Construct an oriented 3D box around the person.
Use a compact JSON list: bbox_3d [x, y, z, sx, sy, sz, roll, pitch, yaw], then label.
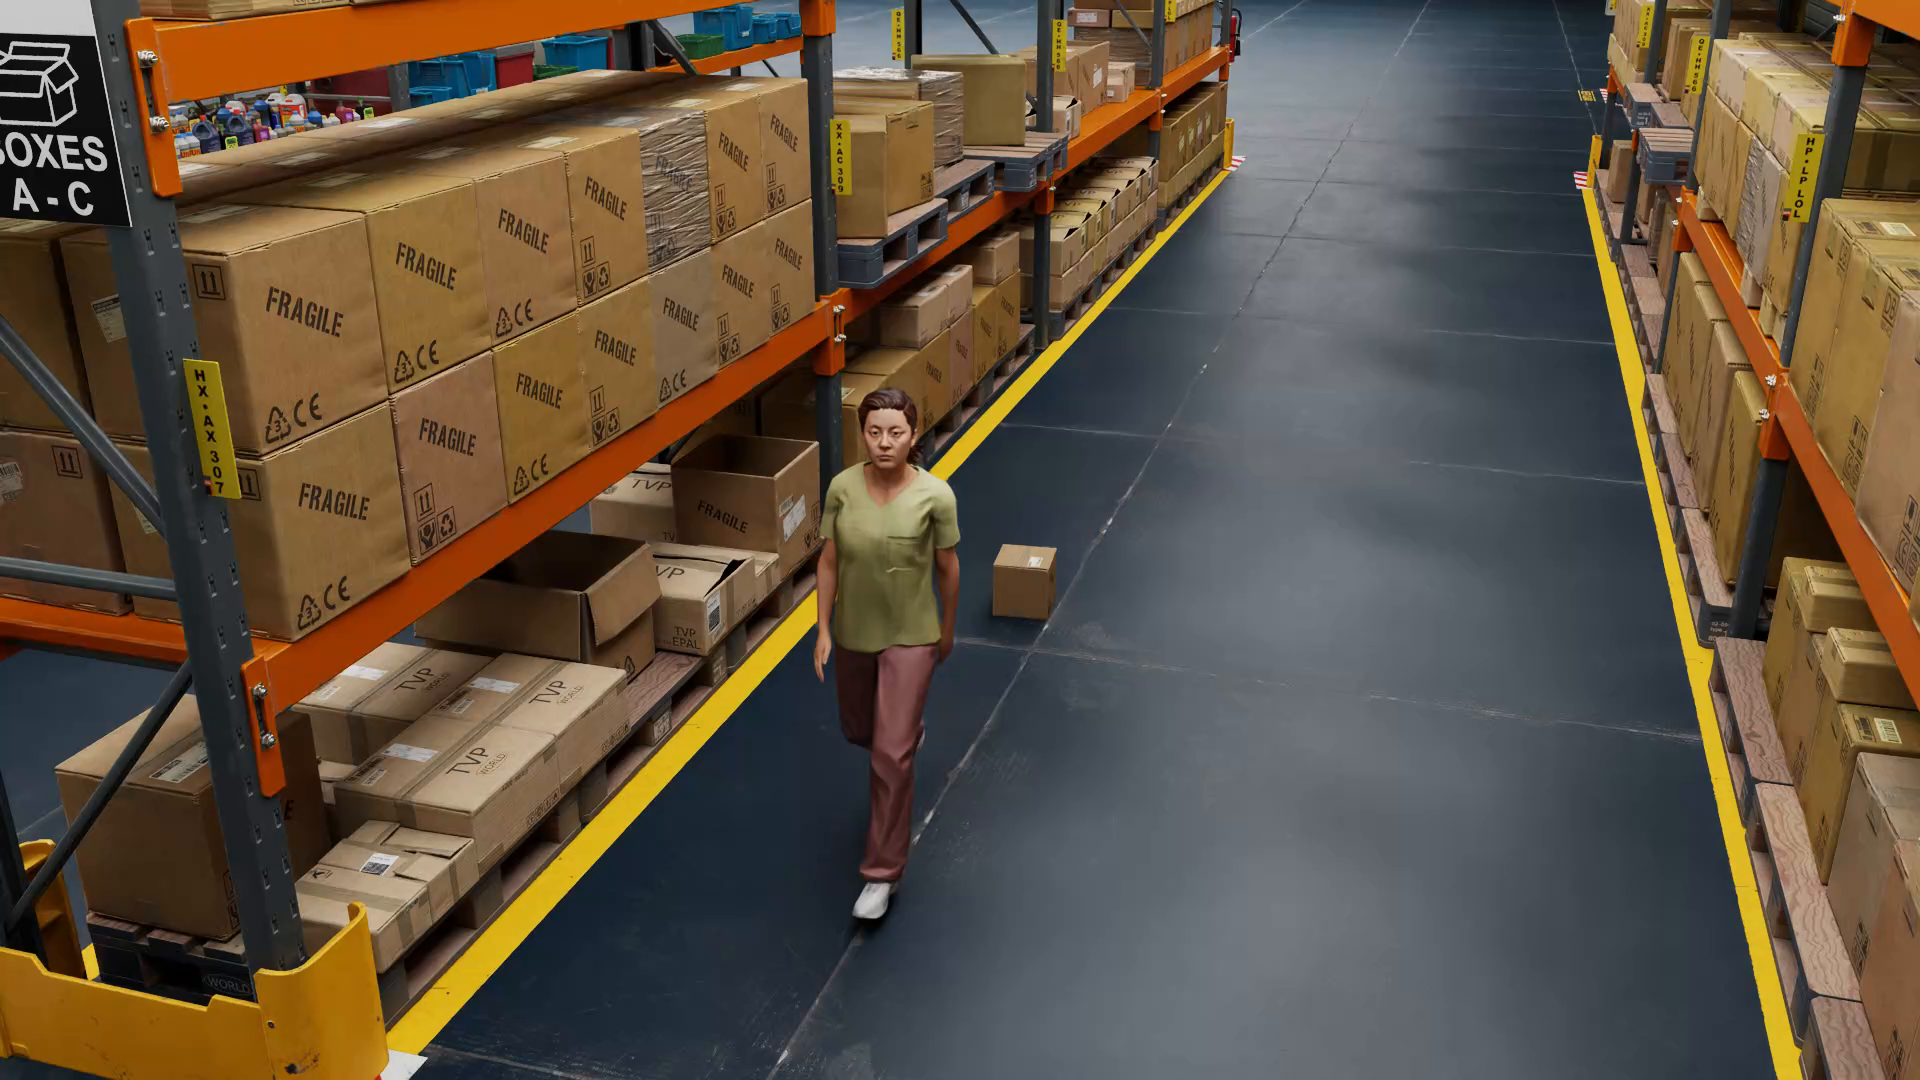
[{"bbox_3d":[-0.230,0.292,5.358,0.441,1.626,0.968,6,23,15],"label":"person"}]
